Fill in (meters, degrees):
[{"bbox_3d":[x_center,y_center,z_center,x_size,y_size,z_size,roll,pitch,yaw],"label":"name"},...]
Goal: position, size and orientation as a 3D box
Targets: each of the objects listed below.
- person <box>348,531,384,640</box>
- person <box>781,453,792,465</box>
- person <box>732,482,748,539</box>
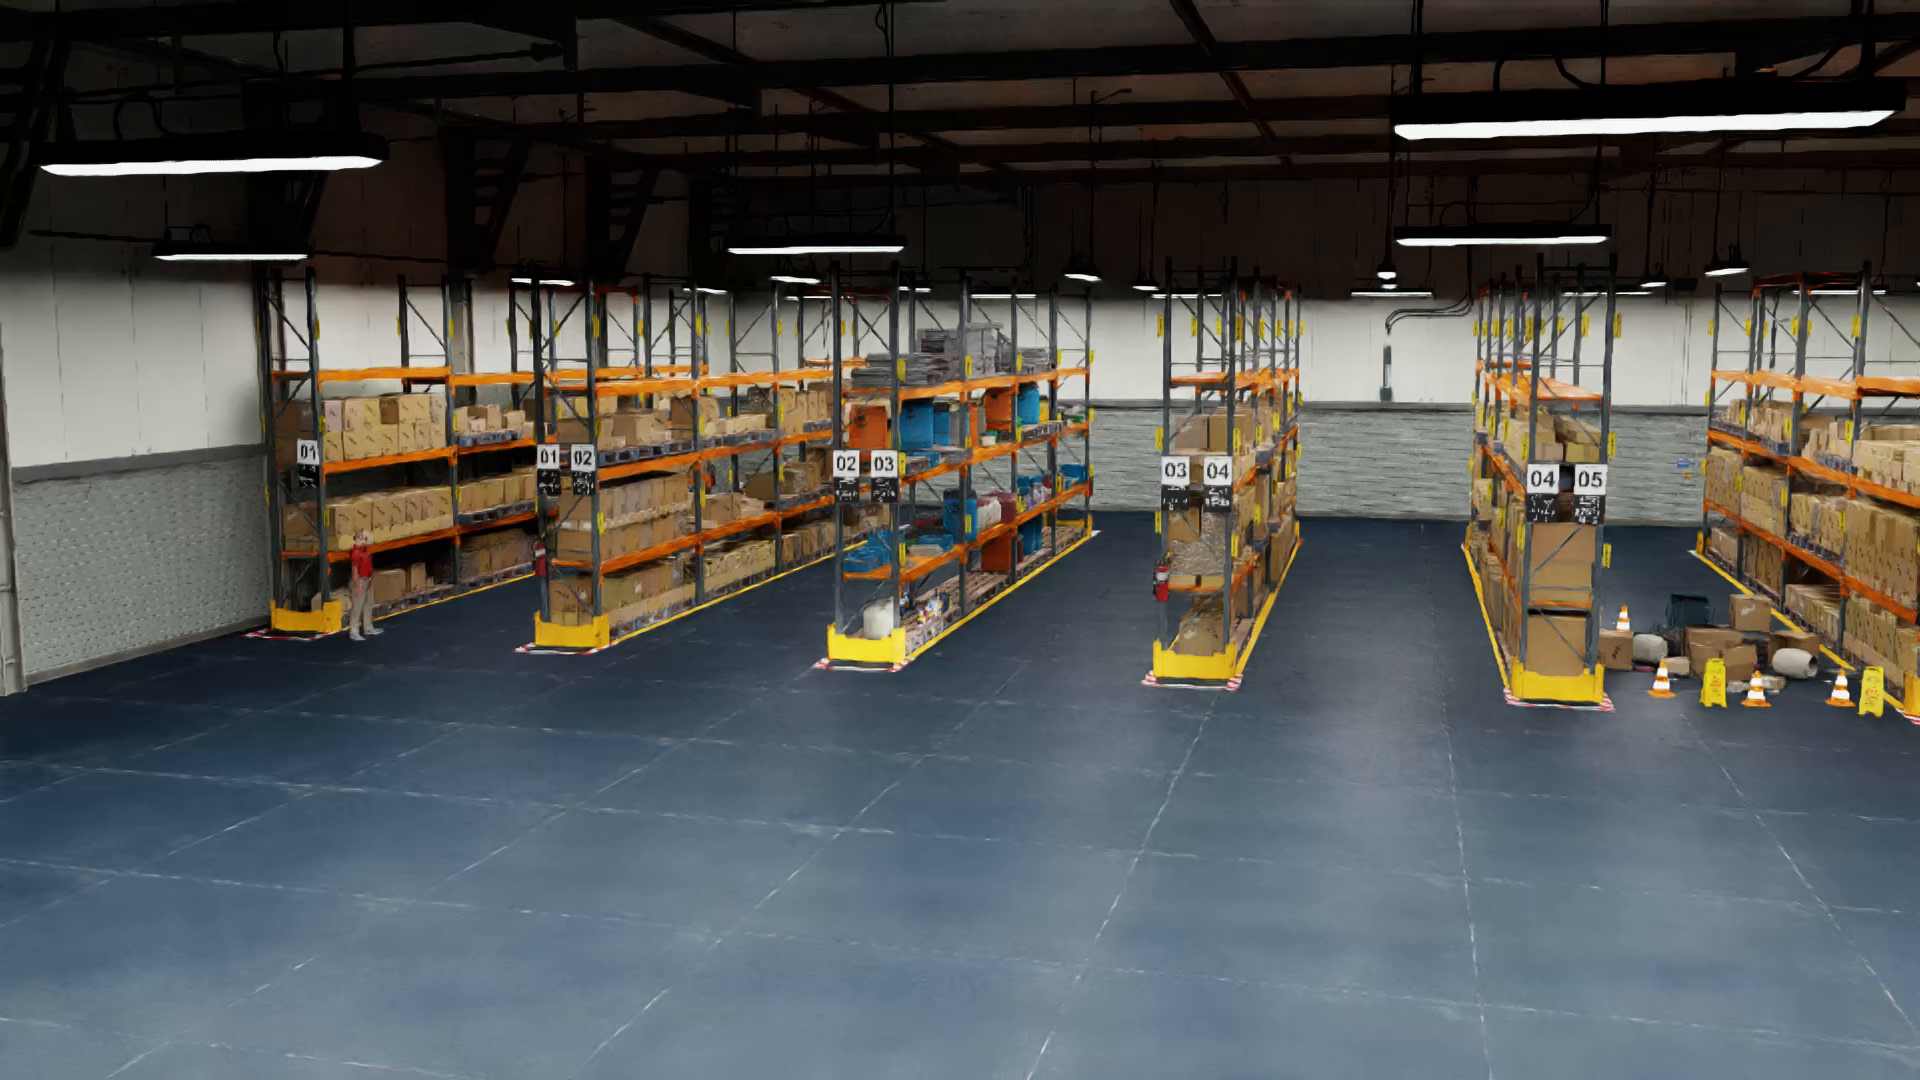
[{"bbox_3d":[-9.651,0.720,26.934,0.476,1.738,0.624,0,7,-4],"label":"person"},{"bbox_3d":[-4.468,-1.396,43.487,0.748,1.755,0.551,-6,10,-42],"label":"person"},{"bbox_3d":[-4.856,-0.527,37.323,0.481,1.583,1.083,2,7,12],"label":"person"}]
